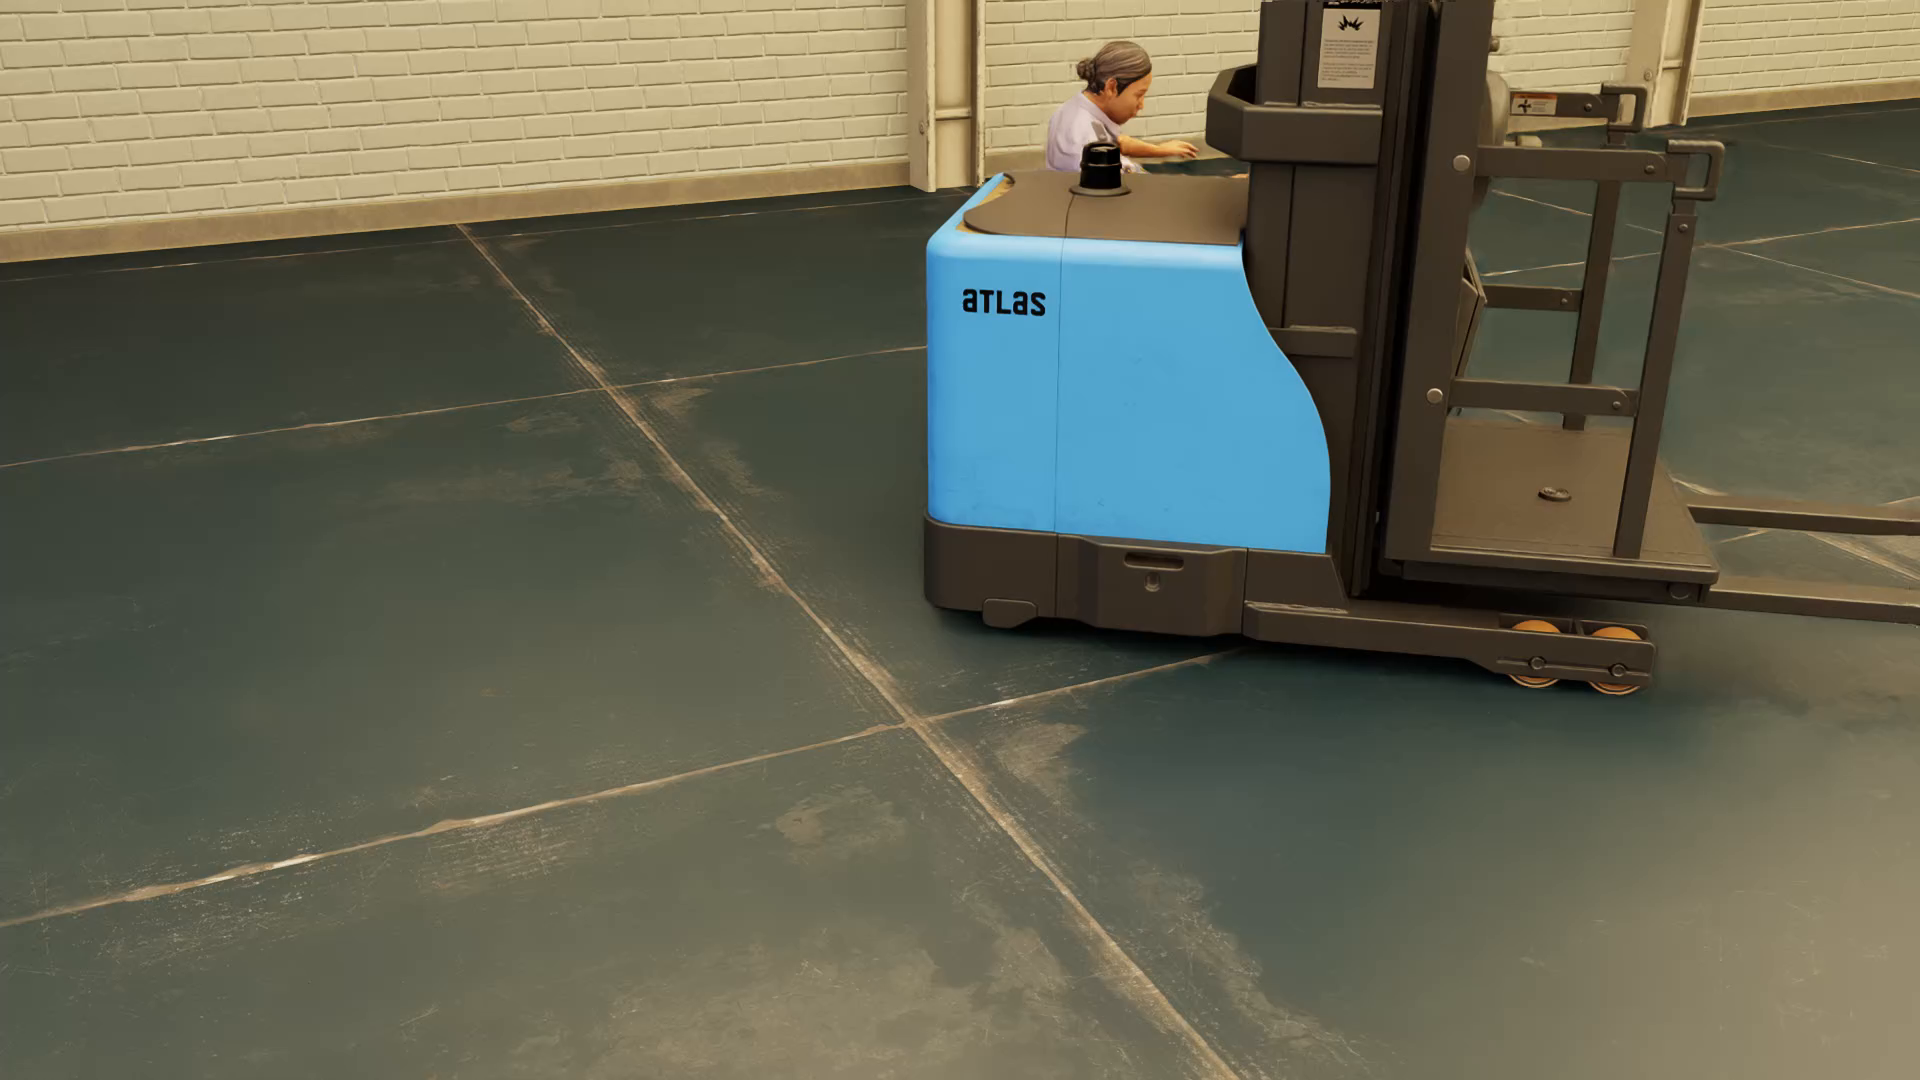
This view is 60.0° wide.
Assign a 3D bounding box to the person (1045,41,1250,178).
[{"bbox_3d":[0.603,-0.918,5.479,0.722,1.410,0.959,-1,23,-3],"label":"person"}]

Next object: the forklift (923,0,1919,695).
[{"bbox_3d":[1.471,-1.187,4.145,3.031,2.935,1.130,5,23,11],"label":"forklift"}]
